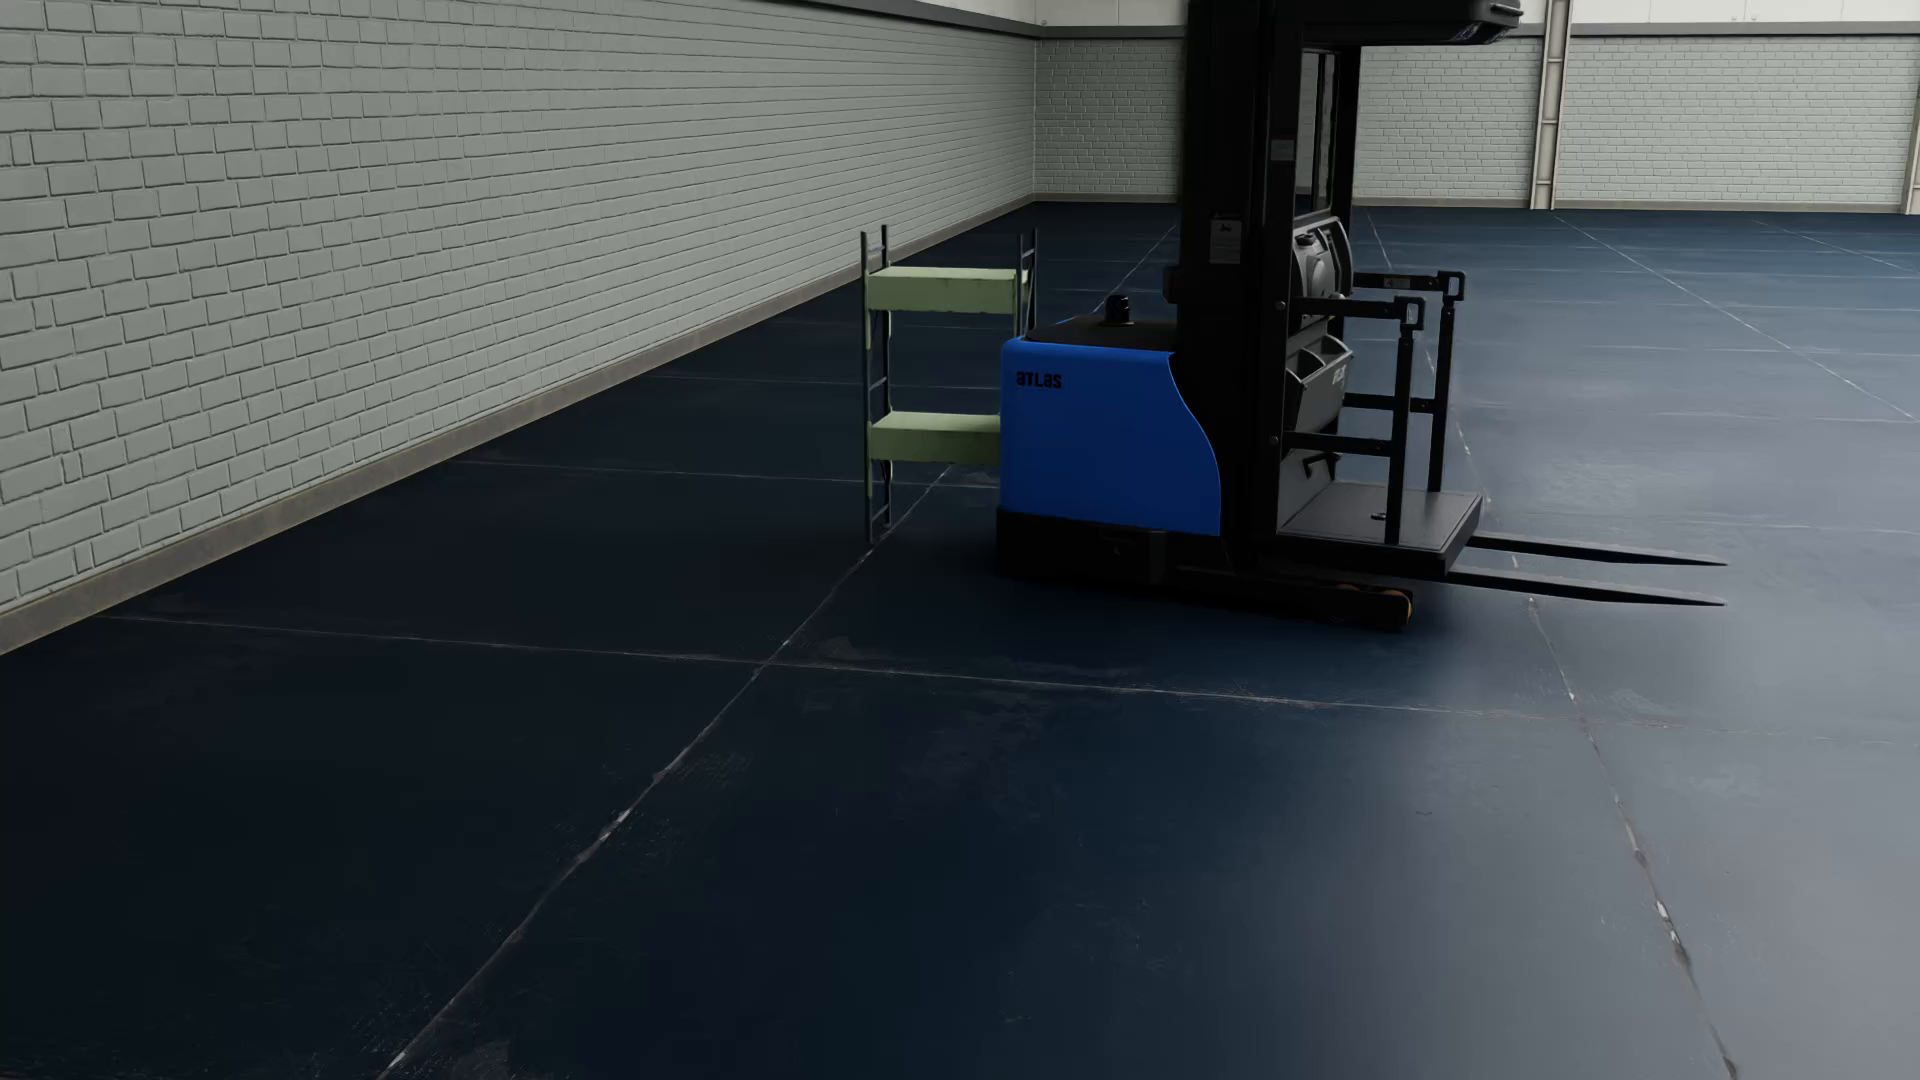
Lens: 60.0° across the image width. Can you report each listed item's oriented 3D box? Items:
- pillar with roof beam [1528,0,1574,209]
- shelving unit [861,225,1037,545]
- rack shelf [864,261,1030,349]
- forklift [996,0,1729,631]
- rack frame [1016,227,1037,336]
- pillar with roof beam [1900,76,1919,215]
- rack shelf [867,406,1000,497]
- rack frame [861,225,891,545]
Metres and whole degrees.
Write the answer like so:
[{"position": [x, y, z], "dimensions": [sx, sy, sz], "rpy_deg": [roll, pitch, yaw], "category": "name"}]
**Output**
[{"position": [9.293, -9.002, 23.796], "dimensions": [0.400, 9.000, 9.100], "rpy_deg": [3, 16, 11], "category": "pillar with roof beam"}, {"position": [-0.047, -0.730, 7.982], "dimensions": [0.755, 1.500, 0.431], "rpy_deg": [3, 16, 12], "category": "shelving unit"}, {"position": [-0.047, -1.106, 7.878], "dimensions": [0.720, 0.370, 0.431], "rpy_deg": [3, 16, 12], "category": "rack shelf"}, {"position": [1.724, -1.201, 7.000], "dimensions": [3.031, 2.935, 1.130], "rpy_deg": [7, 17, 24], "category": "forklift"}, {"position": [0.310, -0.709, 7.905], "dimensions": [0.023, 1.500, 0.400], "rpy_deg": [3, 16, 12], "category": "rack frame"}, {"position": [15.173, -8.683, 22.643], "dimensions": [0.400, 9.000, 9.100], "rpy_deg": [3, 16, 11], "category": "pillar with roof beam"}, {"position": [-0.047, -0.416, 8.069], "dimensions": [0.720, 0.370, 0.431], "rpy_deg": [3, 16, 12], "category": "rack shelf"}, {"position": [-0.404, -0.752, 8.058], "dimensions": [0.023, 1.500, 0.400], "rpy_deg": [3, 16, 12], "category": "rack frame"}]
